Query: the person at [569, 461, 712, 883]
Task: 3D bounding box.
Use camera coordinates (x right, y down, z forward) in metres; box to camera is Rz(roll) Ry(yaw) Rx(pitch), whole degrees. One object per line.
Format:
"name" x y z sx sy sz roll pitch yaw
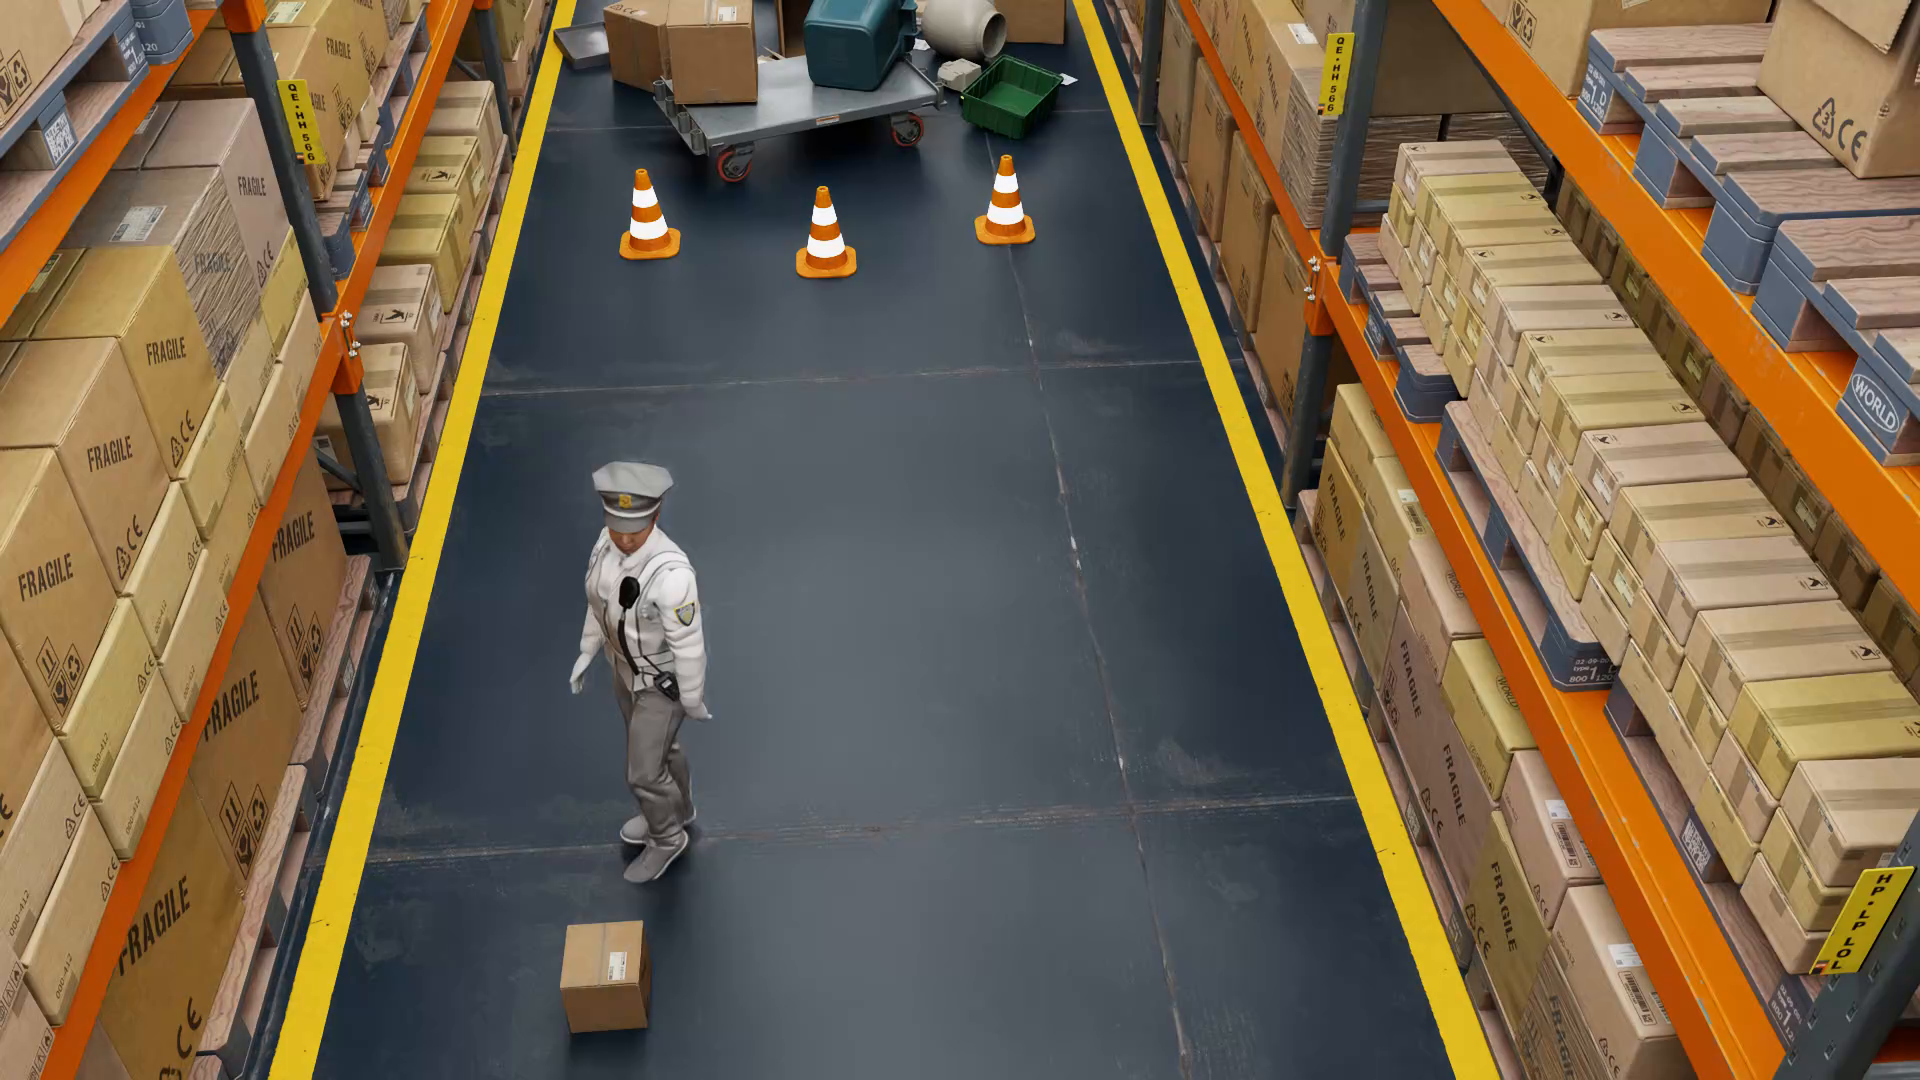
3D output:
"person" -1.062 0.484 5.569 0.415 1.748 0.501 -23 45 -25
